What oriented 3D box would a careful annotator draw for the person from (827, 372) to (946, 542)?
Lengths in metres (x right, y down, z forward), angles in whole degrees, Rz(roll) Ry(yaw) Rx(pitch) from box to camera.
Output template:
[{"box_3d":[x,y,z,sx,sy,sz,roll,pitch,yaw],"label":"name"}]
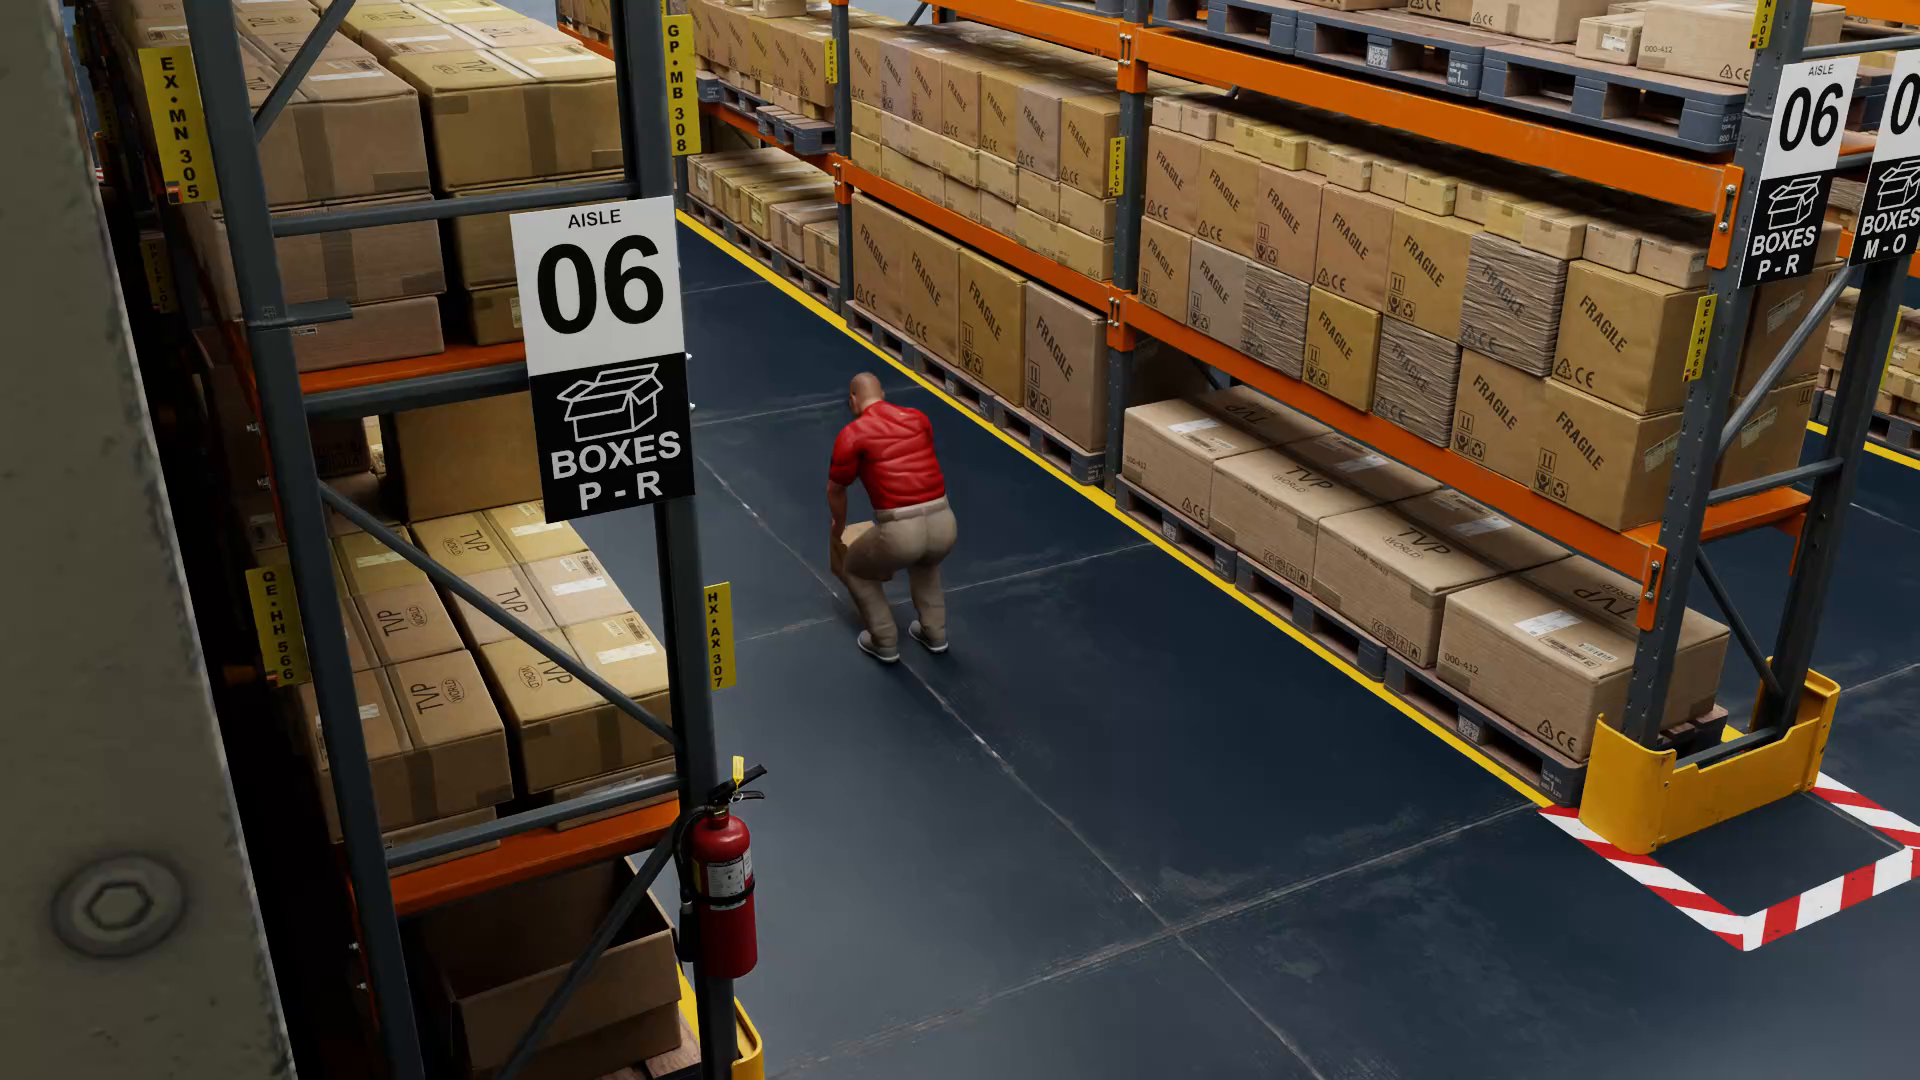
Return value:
[{"box_3d":[-0.363,-0.335,8.198,0.590,0.904,0.613,-13,28,-25],"label":"person"}]
